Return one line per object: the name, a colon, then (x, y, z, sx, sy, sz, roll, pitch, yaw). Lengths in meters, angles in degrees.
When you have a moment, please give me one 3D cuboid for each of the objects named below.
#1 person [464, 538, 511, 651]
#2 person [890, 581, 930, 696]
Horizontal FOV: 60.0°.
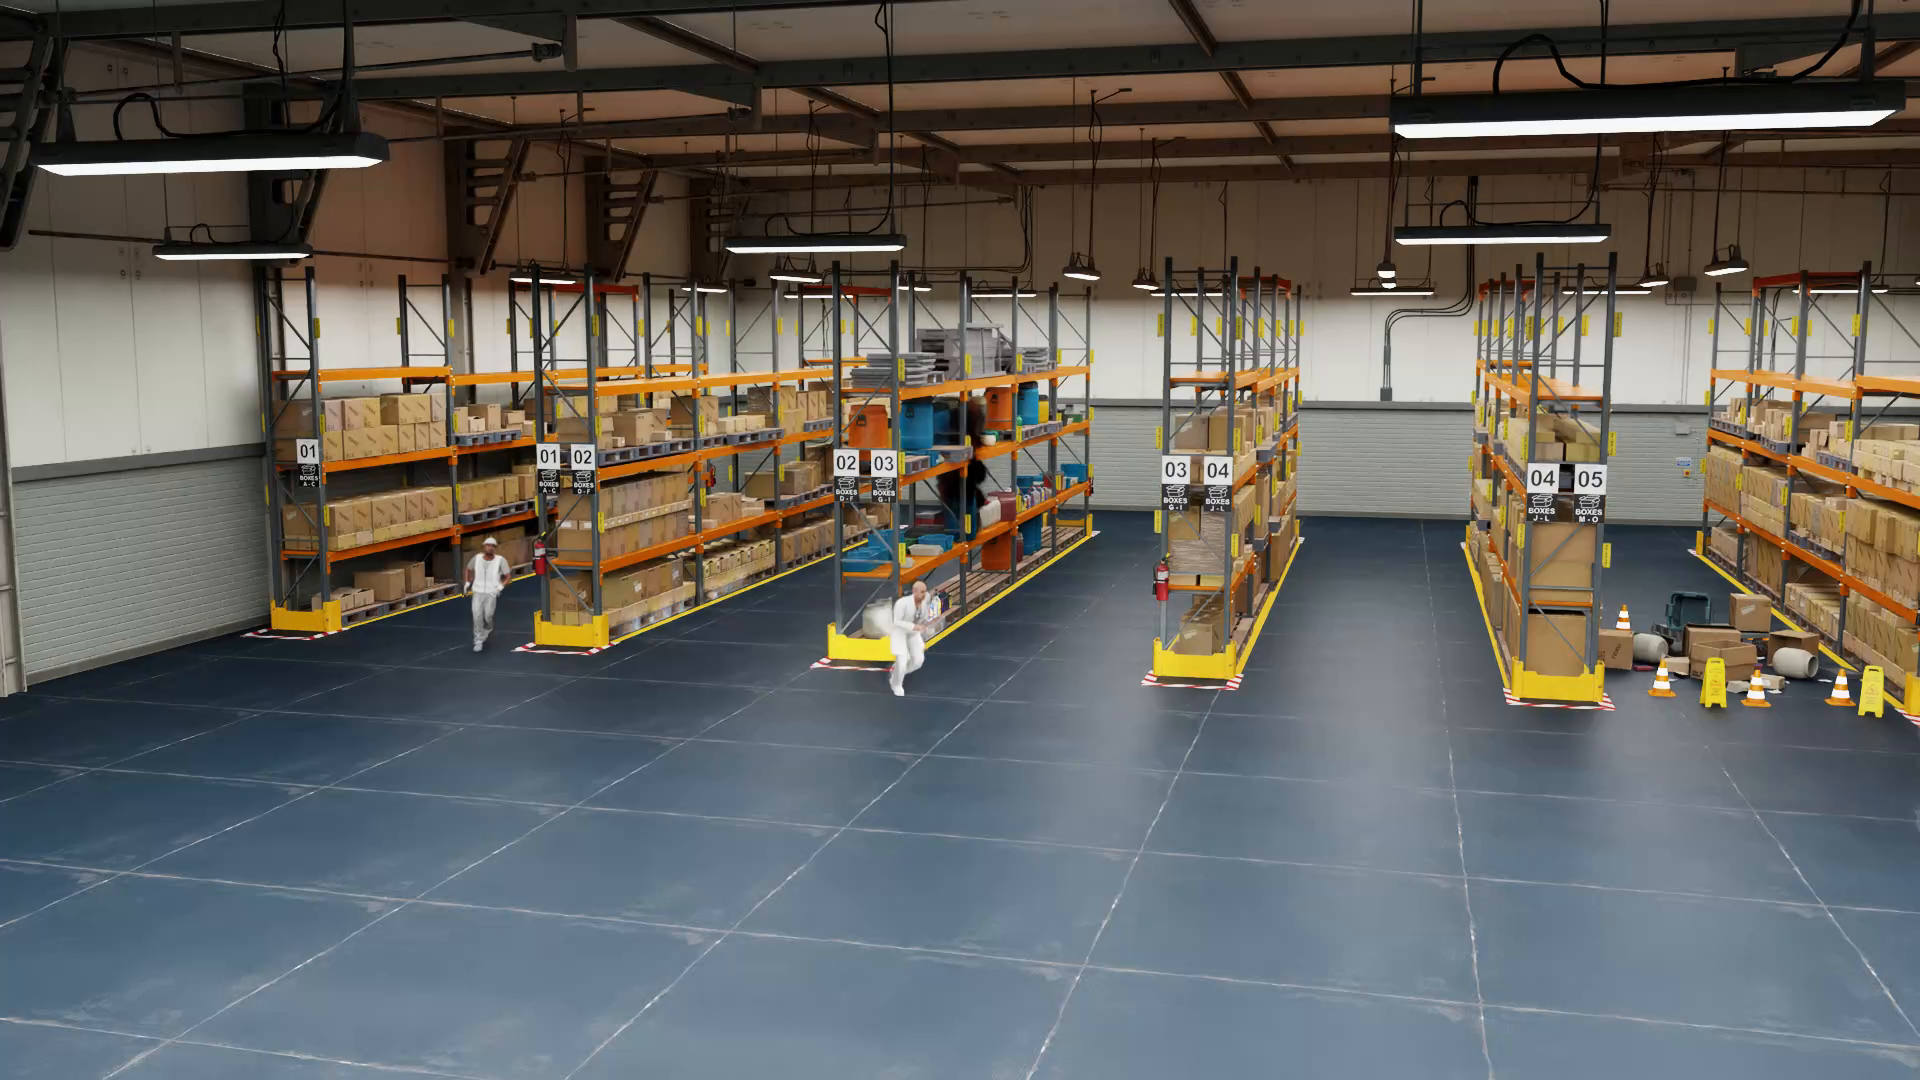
person: (-7.437, 0.830, 26.186, 0.724, 1.751, 0.731, -1, 7, -8)
person: (-0.642, 1.339, 22.684, 0.725, 1.625, 0.906, -6, 9, -38)
